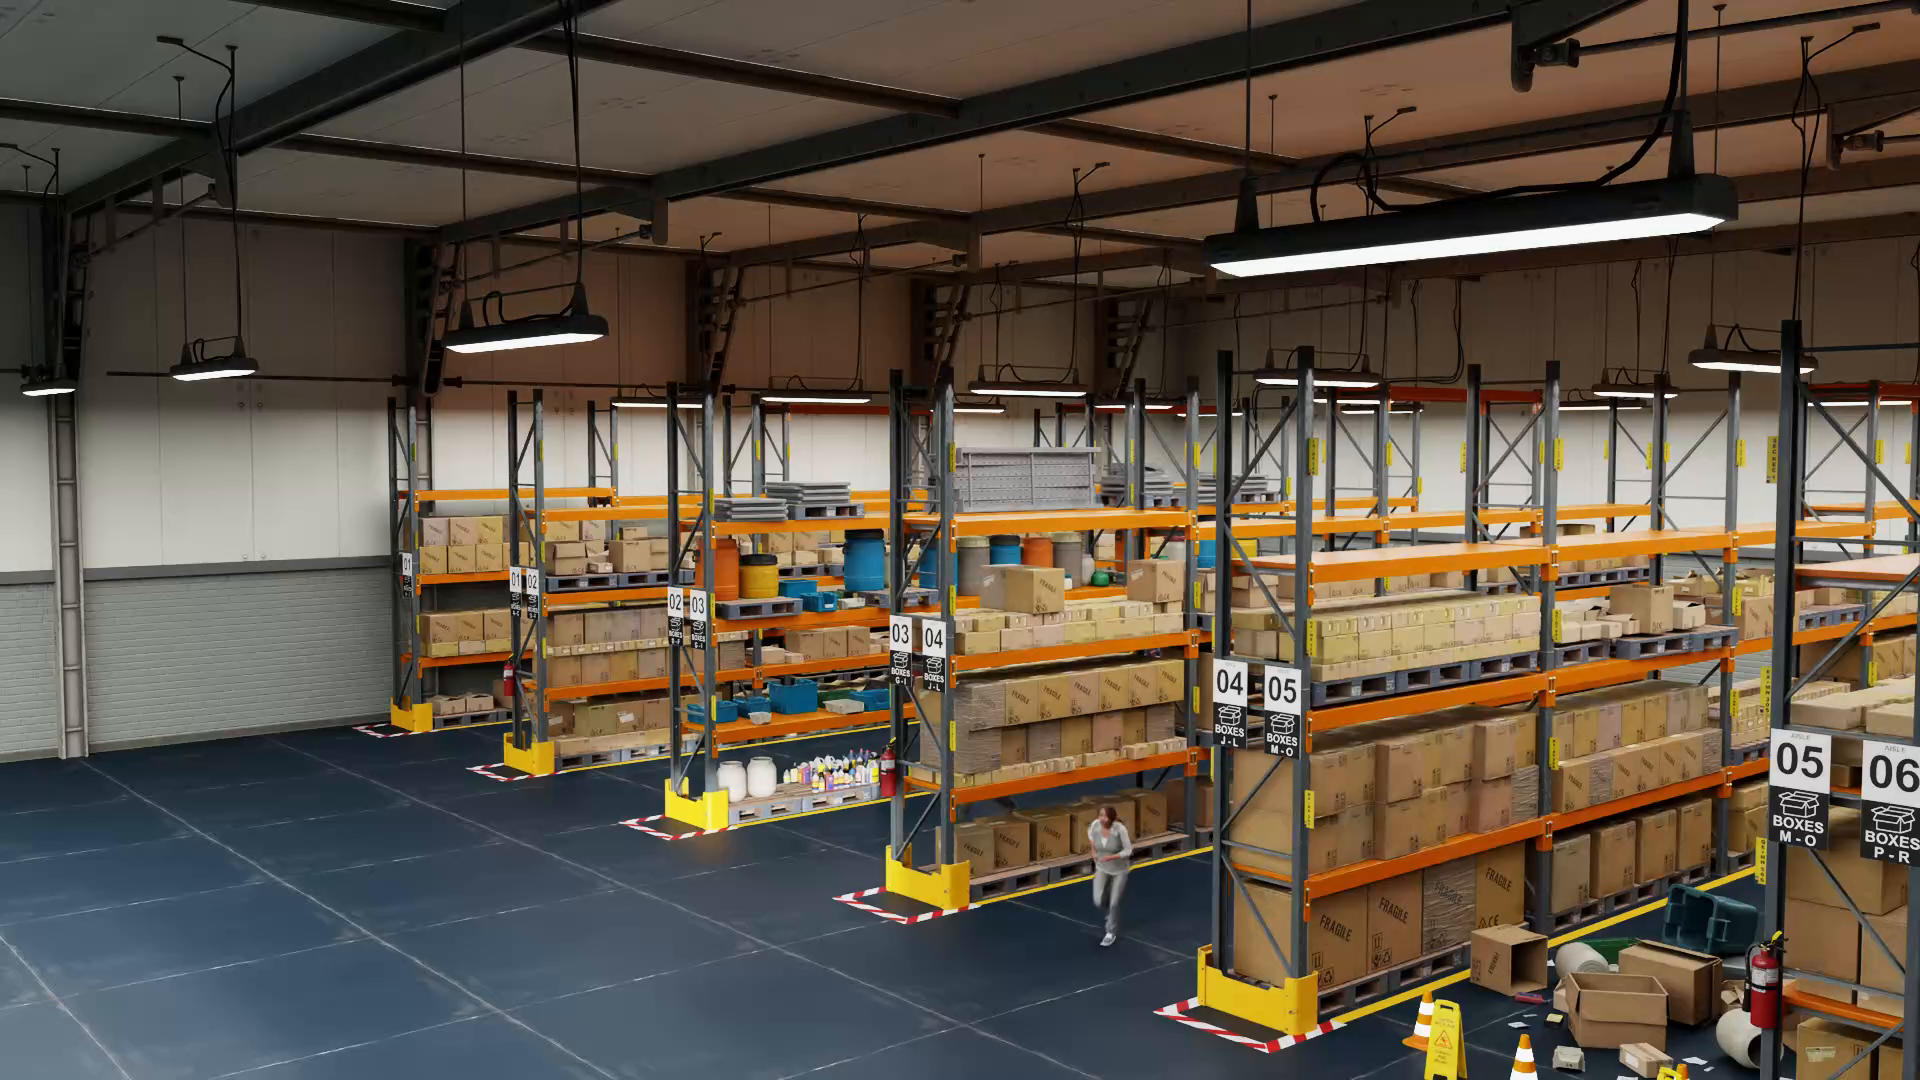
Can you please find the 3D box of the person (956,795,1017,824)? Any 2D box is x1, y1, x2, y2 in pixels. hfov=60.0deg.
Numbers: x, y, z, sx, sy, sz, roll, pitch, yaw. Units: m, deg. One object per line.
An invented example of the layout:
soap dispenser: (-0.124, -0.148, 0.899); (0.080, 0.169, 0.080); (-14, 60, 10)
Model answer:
person: (0.335, 3.065, 22.168); (1.058, 1.696, 0.529); (-3, 5, -43)

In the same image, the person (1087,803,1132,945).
person: (1.508, 3.419, 17.016); (0.525, 1.527, 0.650); (1, 4, 20)
